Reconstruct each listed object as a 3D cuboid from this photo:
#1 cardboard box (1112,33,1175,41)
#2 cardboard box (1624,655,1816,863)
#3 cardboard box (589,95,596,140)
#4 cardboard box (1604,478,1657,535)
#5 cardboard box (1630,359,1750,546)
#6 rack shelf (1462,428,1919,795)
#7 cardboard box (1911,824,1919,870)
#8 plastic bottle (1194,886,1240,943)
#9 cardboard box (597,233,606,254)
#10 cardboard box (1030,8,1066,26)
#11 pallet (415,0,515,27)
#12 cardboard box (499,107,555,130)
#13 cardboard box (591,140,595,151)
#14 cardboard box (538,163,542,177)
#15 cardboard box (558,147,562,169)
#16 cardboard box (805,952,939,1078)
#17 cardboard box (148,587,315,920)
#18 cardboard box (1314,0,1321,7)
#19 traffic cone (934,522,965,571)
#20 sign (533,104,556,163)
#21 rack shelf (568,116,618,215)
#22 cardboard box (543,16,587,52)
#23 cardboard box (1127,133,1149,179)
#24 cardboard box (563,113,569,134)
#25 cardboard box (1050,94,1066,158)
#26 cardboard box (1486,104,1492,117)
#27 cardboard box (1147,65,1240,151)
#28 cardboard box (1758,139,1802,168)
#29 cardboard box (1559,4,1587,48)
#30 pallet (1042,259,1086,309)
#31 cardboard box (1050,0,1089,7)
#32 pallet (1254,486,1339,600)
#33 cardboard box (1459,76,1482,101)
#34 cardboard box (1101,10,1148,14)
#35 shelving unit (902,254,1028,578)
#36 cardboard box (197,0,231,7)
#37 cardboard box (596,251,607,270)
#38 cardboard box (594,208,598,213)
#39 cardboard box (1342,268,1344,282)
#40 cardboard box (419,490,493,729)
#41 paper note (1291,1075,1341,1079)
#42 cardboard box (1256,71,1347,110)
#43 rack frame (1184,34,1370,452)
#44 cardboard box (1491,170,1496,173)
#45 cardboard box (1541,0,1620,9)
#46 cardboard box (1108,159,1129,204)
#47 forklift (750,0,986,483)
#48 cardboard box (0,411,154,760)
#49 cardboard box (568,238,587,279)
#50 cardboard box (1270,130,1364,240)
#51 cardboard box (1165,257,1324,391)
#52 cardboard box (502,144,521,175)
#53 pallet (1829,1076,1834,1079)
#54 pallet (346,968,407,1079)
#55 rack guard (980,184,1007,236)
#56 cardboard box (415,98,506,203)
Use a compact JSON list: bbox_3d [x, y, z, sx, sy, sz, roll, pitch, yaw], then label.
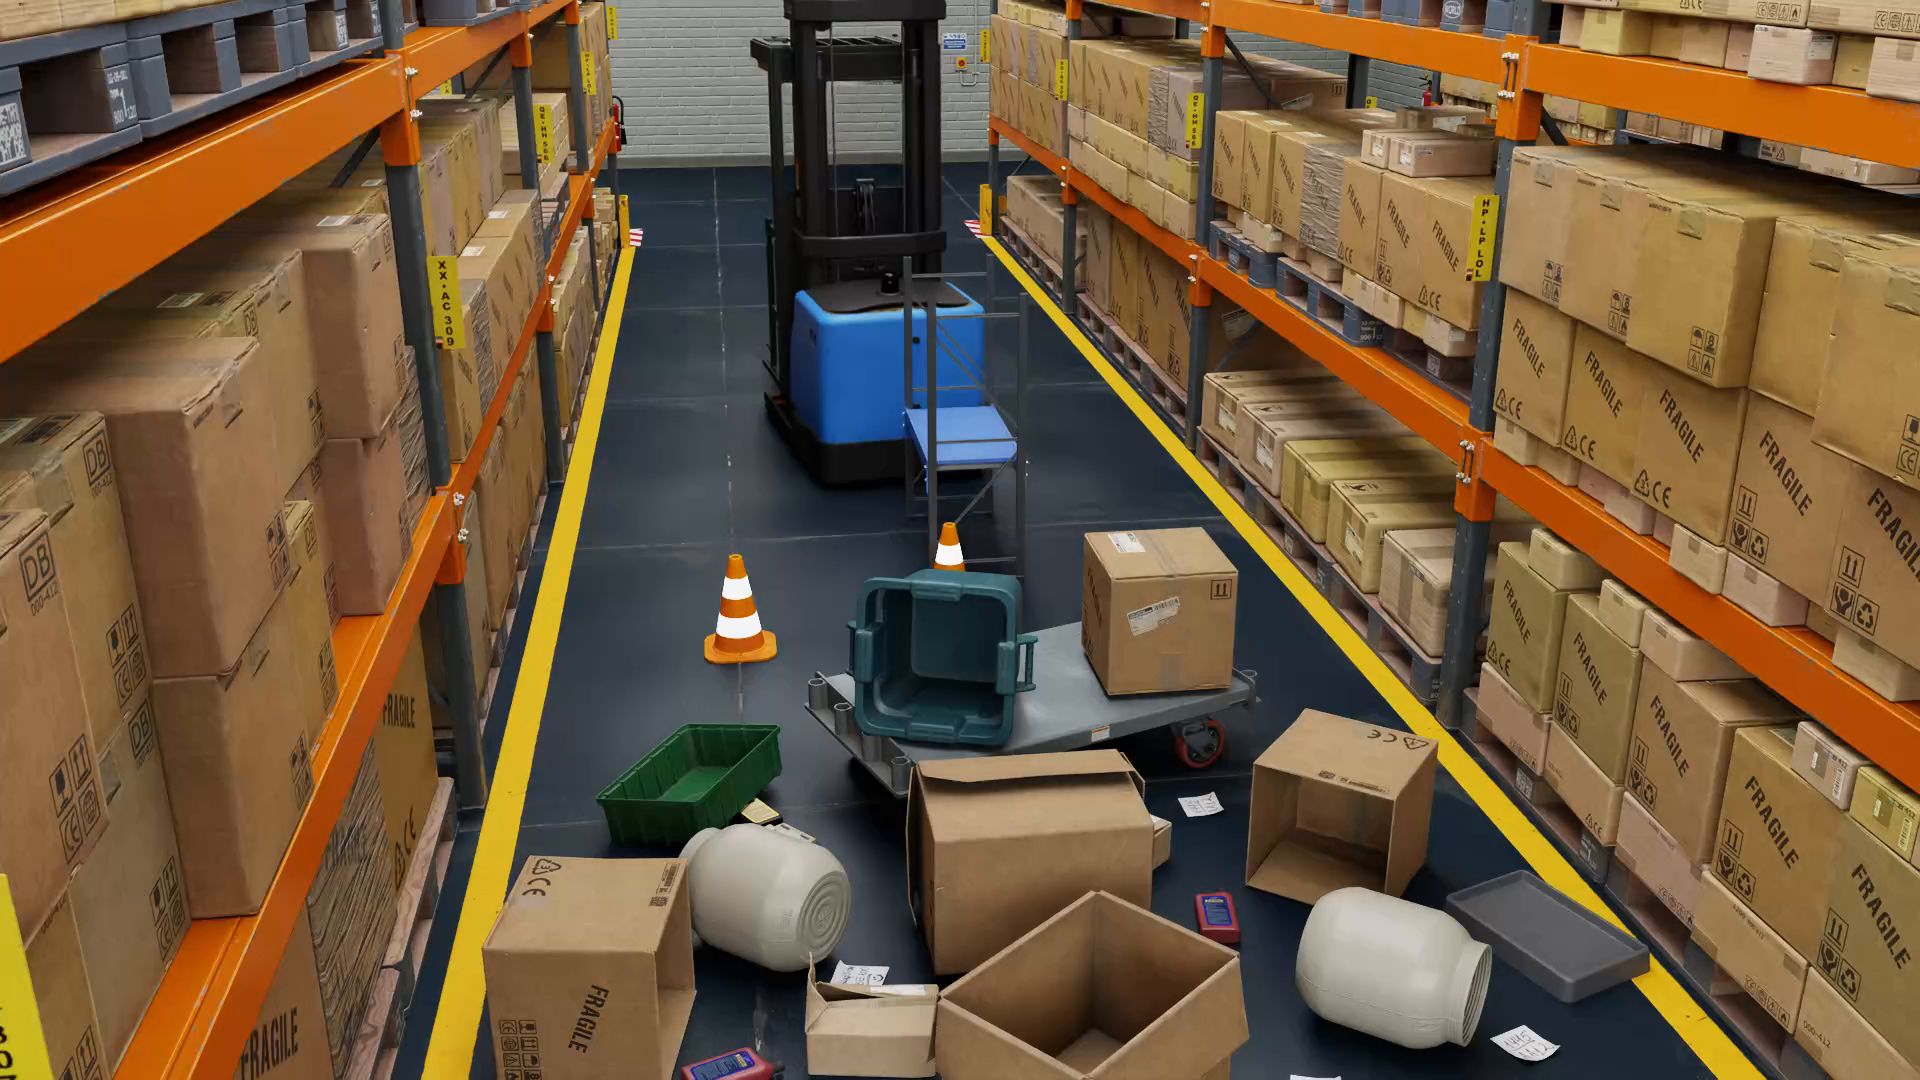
[{"bbox_3d":[1.564,-4.101,14.338,0.500,0.500,0.500,-3,21,-7],"label":"cardboard box"},{"bbox_3d":[2.526,0.683,5.357,0.500,0.500,0.500,-2,21,-5],"label":"cardboard box"},{"bbox_3d":[-3.391,-3.666,14.175,0.500,0.500,0.500,-3,21,-8],"label":"cardboard box"},{"bbox_3d":[2.432,-0.133,5.645,0.380,0.149,0.250,-2,21,-6],"label":"cardboard box"},{"bbox_3d":[2.489,-0.312,5.196,0.500,0.500,0.500,-3,21,-8],"label":"cardboard box"},{"bbox_3d":[2.835,0.390,4.912,1.077,0.370,4.000,-3,21,-8],"label":"rack shelf"},{"bbox_3d":[2.630,0.794,4.134,0.380,0.149,0.250,-2,21,-6],"label":"cardboard box"},{"bbox_3d":[0.877,1.279,5.705,0.133,0.061,0.283,1,20,2],"label":"plastic bottle"},{"bbox_3d":[-3.448,-2.713,15.241,0.380,0.149,0.250,-3,21,-8],"label":"cardboard box"},{"bbox_3d":[0.862,-4.849,15.412,0.380,0.149,0.250,-3,21,-8],"label":"cardboard box"},{"bbox_3d":[-2.605,-2.449,7.468,1.003,0.211,1.213,-2,21,-5],"label":"pallet"},{"bbox_3d":[-3.095,-2.994,11.854,0.380,0.149,0.250,-4,21,-10],"label":"cardboard box"},{"bbox_3d":[-3.414,-3.482,14.610,0.380,0.149,0.250,-3,21,-7],"label":"cardboard box"},{"bbox_3d":[-2.905,-2.409,10.711,0.380,0.149,0.250,-3,21,-8],"label":"cardboard box"},{"bbox_3d":[-3.130,-2.813,12.219,0.380,0.149,0.250,-4,21,-11],"label":"cardboard box"},{"bbox_3d":[-0.267,1.429,5.012,0.396,0.266,0.258,1,20,2],"label":"cardboard box"},{"bbox_3d":[-1.916,0.445,3.524,0.875,0.550,0.550,-3,21,-8],"label":"cardboard box"},{"bbox_3d":[2.218,-2.951,8.395,0.797,0.503,0.637,-3,21,-8],"label":"cardboard box"},{"bbox_3d":[-0.049,0.141,8.178,0.336,0.463,0.334,-3,21,-8],"label":"traffic cone"},{"bbox_3d":[-2.365,-2.311,9.461,0.100,0.325,0.005,-3,21,-8],"label":"sign"},{"bbox_3d":[-3.779,-3.480,15.274,1.077,0.370,4.000,-3,21,-8],"label":"rack shelf"},{"bbox_3d":[-3.404,-4.126,13.979,0.500,0.500,0.500,-4,21,-9],"label":"cardboard box"},{"bbox_3d":[1.477,-2.696,11.648,0.500,0.250,0.500,-3,21,-9],"label":"cardboard box"},{"bbox_3d":[-3.238,-3.215,12.870,0.380,0.149,0.250,-2,21,-6],"label":"cardboard box"},{"bbox_3d":[1.073,-3.603,14.434,0.500,0.500,0.500,-3,21,-7],"label":"cardboard box"},{"bbox_3d":[5.678,-4.443,17.184,0.380,0.149,0.250,-3,21,-7],"label":"cardboard box"},{"bbox_3d":[1.554,-2.882,11.074,0.500,0.500,0.500,-3,21,-7],"label":"cardboard box"},{"bbox_3d":[6.463,-3.077,12.418,0.797,0.503,0.637,-3,21,-9],"label":"cardboard box"},{"bbox_3d":[2.347,-1.805,5.834,0.380,0.149,0.250,-3,21,-9],"label":"cardboard box"},{"bbox_3d":[1.361,-2.370,15.259,1.003,0.211,1.213,-3,21,-8],"label":"pallet"},{"bbox_3d":[1.127,-5.412,16.920,0.380,0.149,0.250,-3,21,-7],"label":"cardboard box"},{"bbox_3d":[2.254,-0.026,8.983,1.003,0.211,1.213,-3,21,-8],"label":"pallet"},{"bbox_3d":[5.600,-4.769,17.488,0.500,0.250,0.500,-3,21,-7],"label":"cardboard box"},{"bbox_3d":[1.488,-4.707,15.033,0.380,0.149,0.250,-4,21,-9],"label":"cardboard box"},{"bbox_3d":[0.012,-0.673,8.875,0.538,1.500,1.048,-3,21,-8],"label":"shelving unit"},{"bbox_3d":[-1.712,-1.160,3.365,0.380,0.149,0.250,-3,21,-7],"label":"cardboard box"},{"bbox_3d":[-3.452,-2.575,15.298,0.380,0.149,0.250,-3,21,-9],"label":"cardboard box"},{"bbox_3d":[-3.601,-3.026,15.654,0.380,0.149,0.250,-4,21,-10],"label":"cardboard box"},{"bbox_3d":[2.130,-1.333,8.256,0.380,0.149,0.250,-4,21,-10],"label":"cardboard box"},{"bbox_3d":[-2.516,0.292,6.761,1.050,0.750,0.750,-3,21,-8],"label":"cardboard box"},{"bbox_3d":[1.043,1.614,4.869,0.148,0.019,0.142,4,21,11],"label":"paper note"},{"bbox_3d":[2.141,-2.722,10.646,0.500,0.500,0.500,-4,21,-10],"label":"cardboard box"},{"bbox_3d":[1.970,-2.024,10.348,1.000,3.000,0.127,-3,21,-8],"label":"rack frame"},{"bbox_3d":[2.690,-1.372,7.435,0.500,0.500,0.500,-3,21,-8],"label":"cardboard box"},{"bbox_3d":[2.339,-1.947,5.645,0.500,0.250,0.500,-3,21,-9],"label":"cardboard box"},{"bbox_3d":[1.392,-2.642,12.217,0.500,0.250,0.500,-3,21,-9],"label":"cardboard box"},{"bbox_3d":[-0.725,-2.198,10.912,1.130,2.935,3.031,-6,21,-15],"label":"forklift"},{"bbox_3d":[-1.947,0.138,2.801,0.875,0.550,0.550,-3,21,-8],"label":"cardboard box"},{"bbox_3d":[-3.072,-2.078,12.392,0.500,0.250,0.500,-2,21,-5],"label":"cardboard box"},{"bbox_3d":[1.971,-1.876,8.783,0.500,0.500,0.500,-3,21,-7],"label":"cardboard box"},{"bbox_3d":[1.952,-1.469,11.298,0.875,0.875,0.875,-3,21,-8],"label":"cardboard box"},{"bbox_3d":[-2.790,-2.268,9.911,0.380,0.149,0.250,-3,21,-8],"label":"cardboard box"},{"bbox_3d":[3.030,1.743,4.248,1.003,0.211,1.213,-3,21,-8],"label":"pallet"},{"bbox_3d":[-2.126,1.642,4.517,1.003,0.211,1.213,-3,21,-8],"label":"pallet"},{"bbox_3d":[0.813,-3.631,18.224,1.175,0.500,0.348,-3,21,-8],"label":"rack guard"},{"bbox_3d":[-2.859,-2.099,8.976,0.700,0.500,0.500,-3,21,-8],"label":"cardboard box"}]
